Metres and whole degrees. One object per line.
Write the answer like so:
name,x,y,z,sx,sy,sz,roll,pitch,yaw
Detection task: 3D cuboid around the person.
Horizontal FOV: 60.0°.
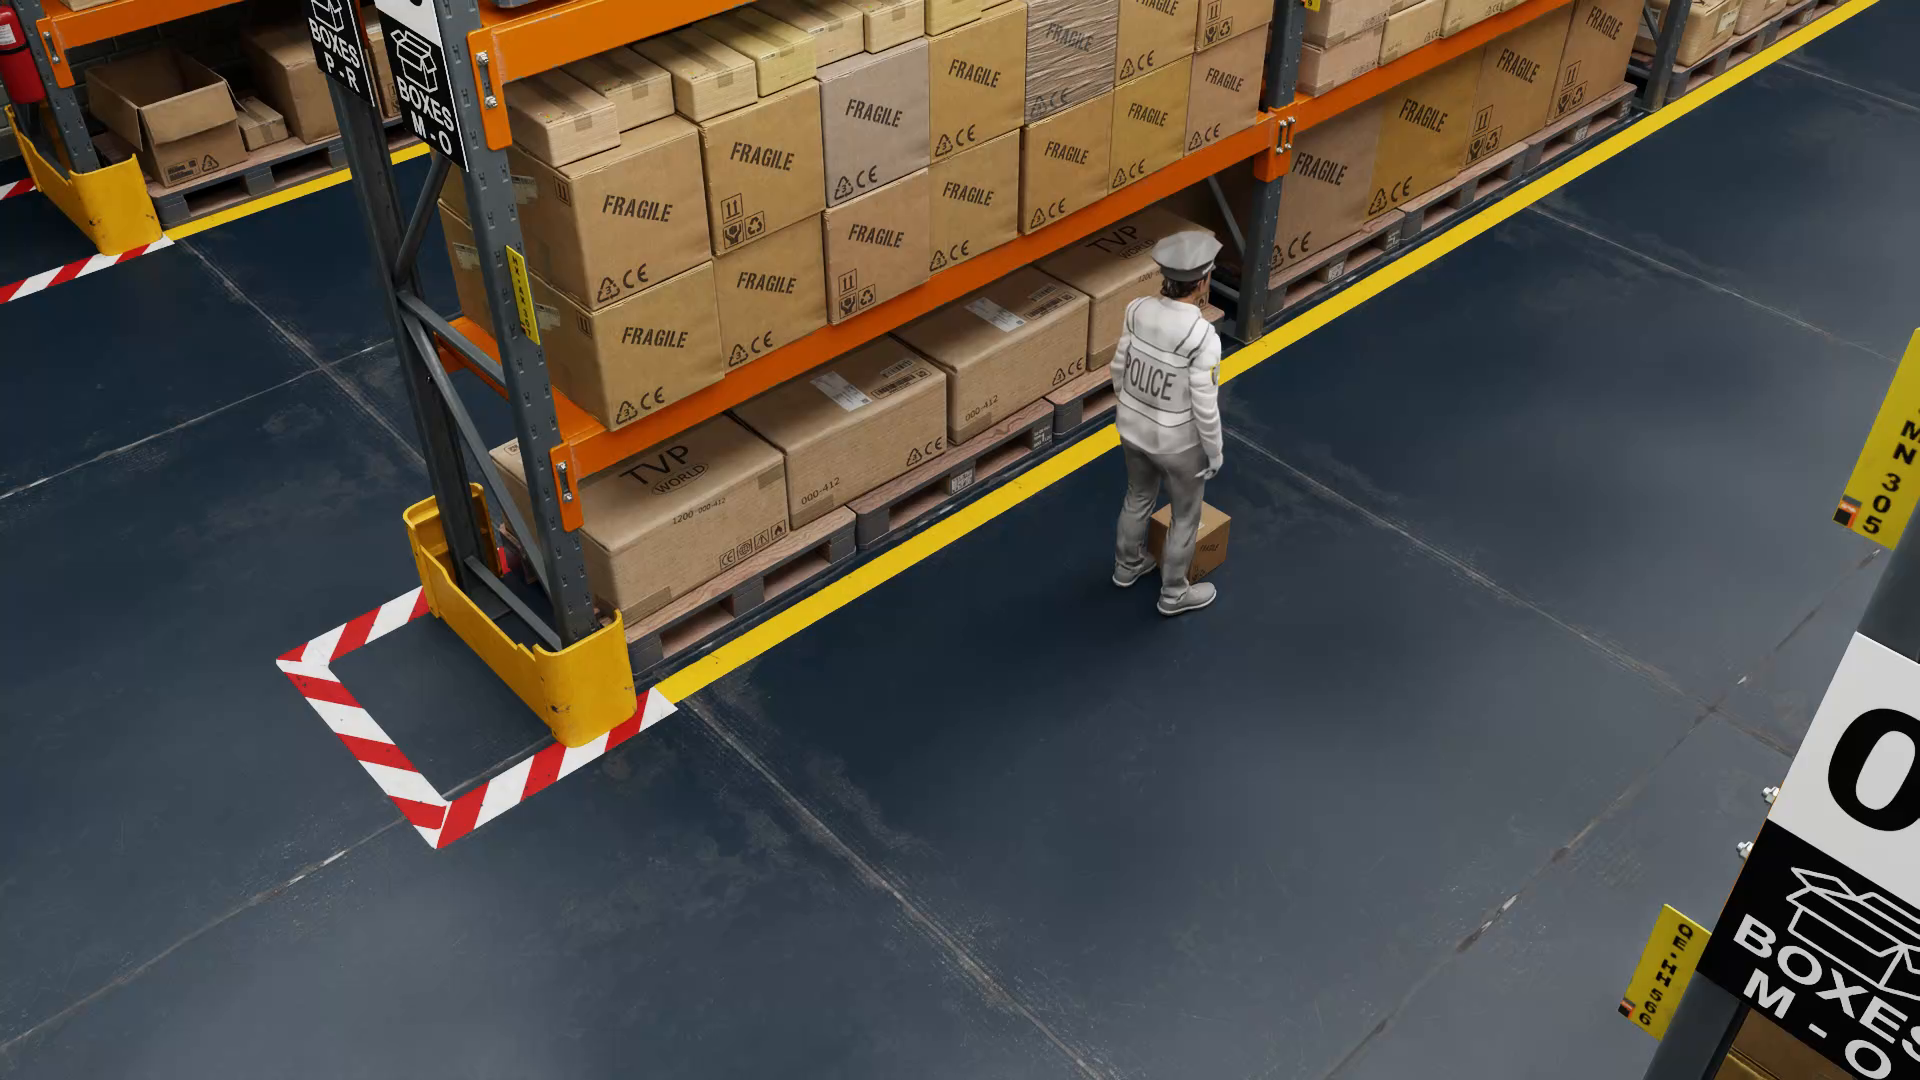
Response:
person,0.825,-0.433,6.668,0.372,1.663,0.528,-32,50,-32
